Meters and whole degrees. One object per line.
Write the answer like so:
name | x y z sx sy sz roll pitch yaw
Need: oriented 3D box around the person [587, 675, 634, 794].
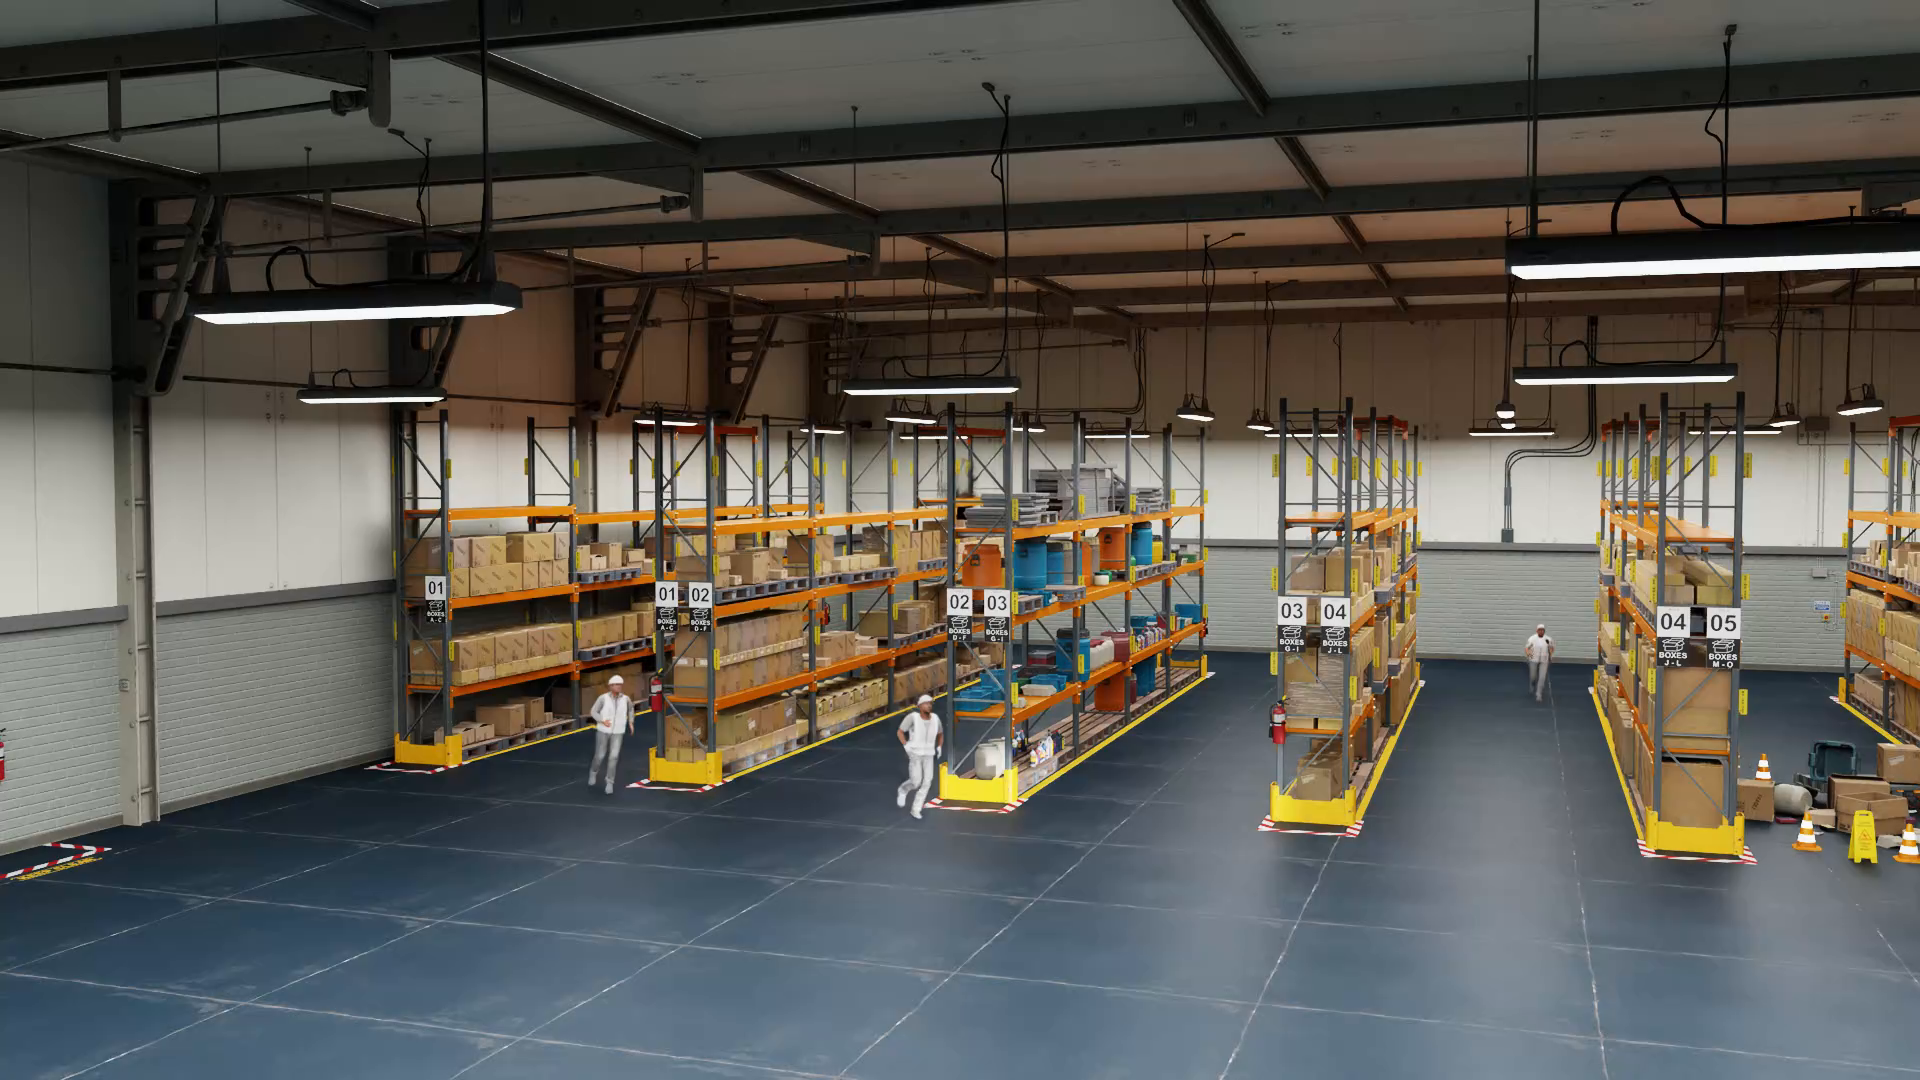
person | -5.407 2.997 25.941 0.724 1.770 0.878 -1 3 -22

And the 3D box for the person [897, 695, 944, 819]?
person | -0.557 3.115 24.113 0.707 1.755 0.591 -1 3 -27

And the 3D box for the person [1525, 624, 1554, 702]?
person | 12.572 2.651 36.058 0.609 1.655 0.802 1 3 15
